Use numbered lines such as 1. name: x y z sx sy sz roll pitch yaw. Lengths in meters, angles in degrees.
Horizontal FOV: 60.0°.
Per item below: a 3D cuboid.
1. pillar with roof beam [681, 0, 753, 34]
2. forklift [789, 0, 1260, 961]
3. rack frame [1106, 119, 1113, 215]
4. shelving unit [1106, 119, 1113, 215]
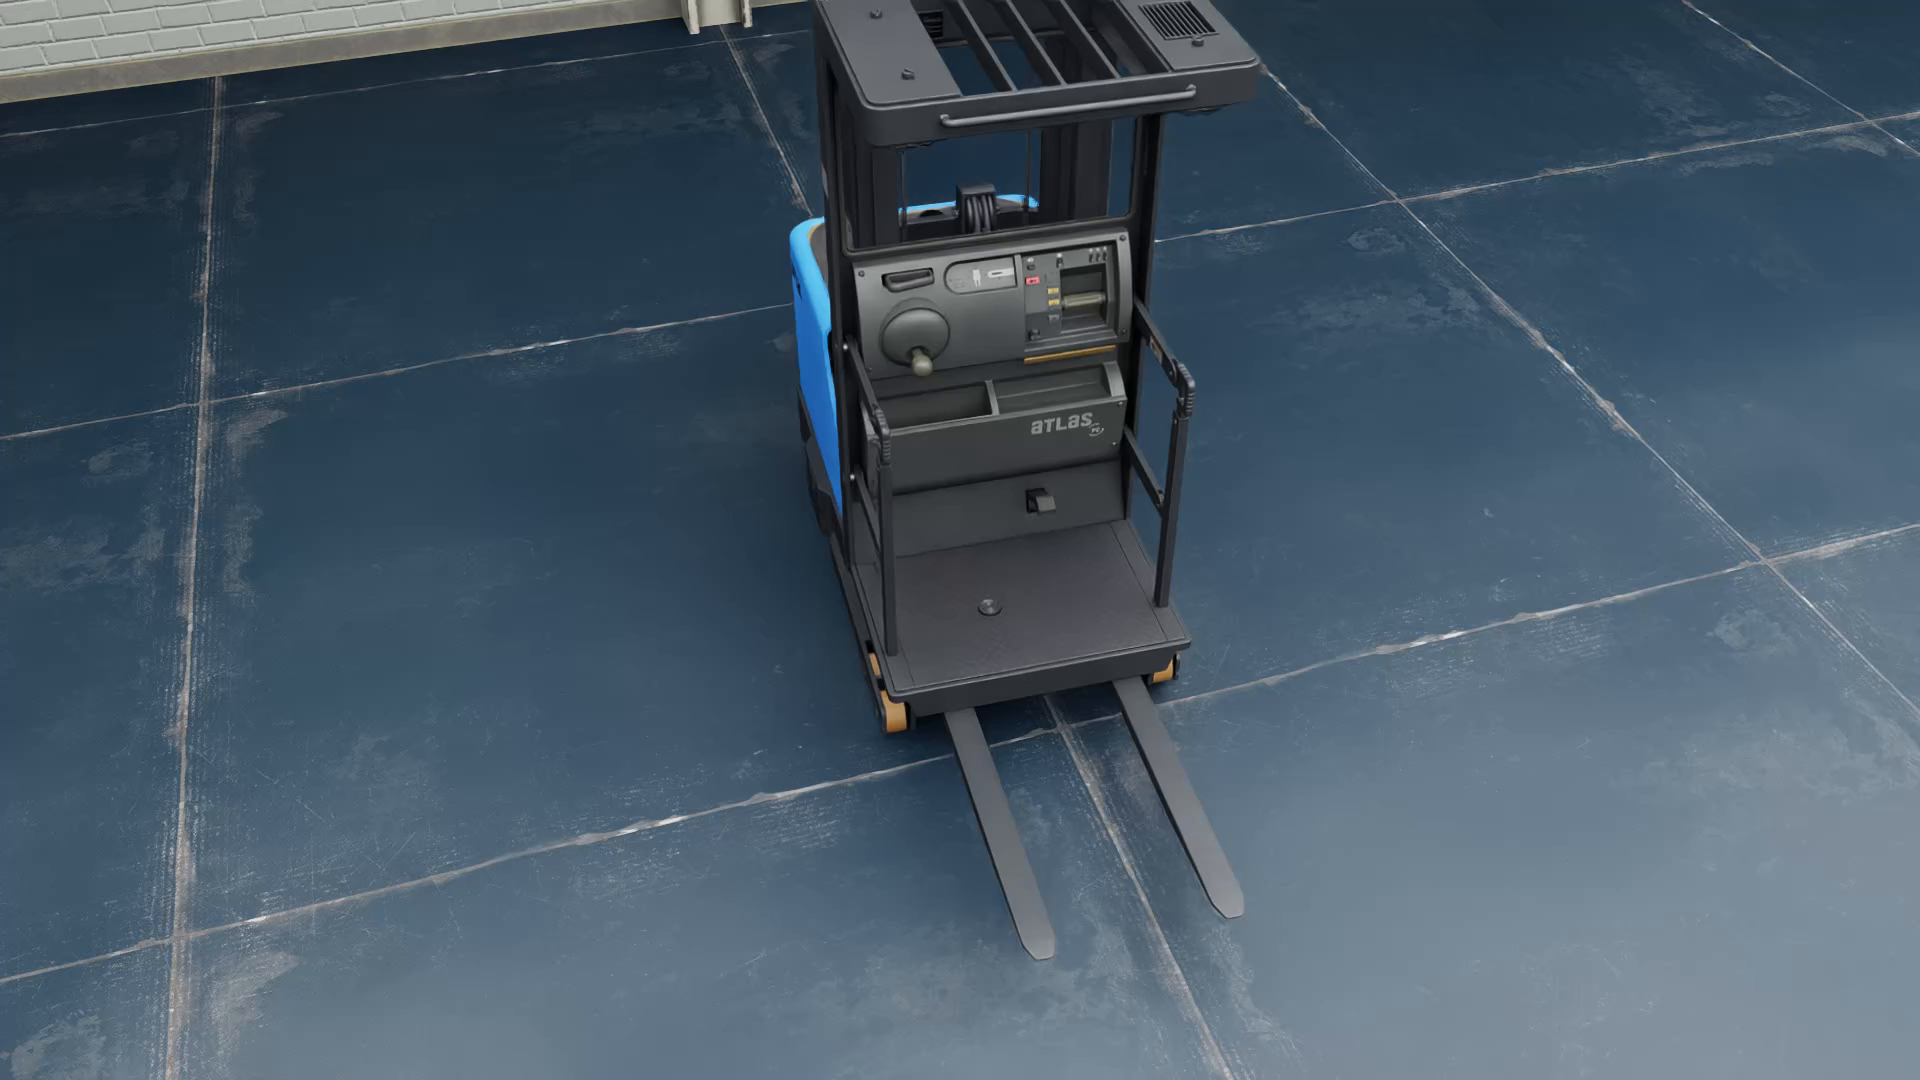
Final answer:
1. pillar with roof beam: -0.242 -3.972 4.457 0.400 9.000 9.100 -12 42 -13
2. forklift: 0.172 -0.697 5.320 1.130 2.935 3.031 -10 42 -11
3. rack frame: 0.572 -1.374 7.183 0.032 1.500 0.500 -3 41 -3
4. shelving unit: 0.065 -1.349 7.154 1.048 1.500 0.538 -3 41 -3
